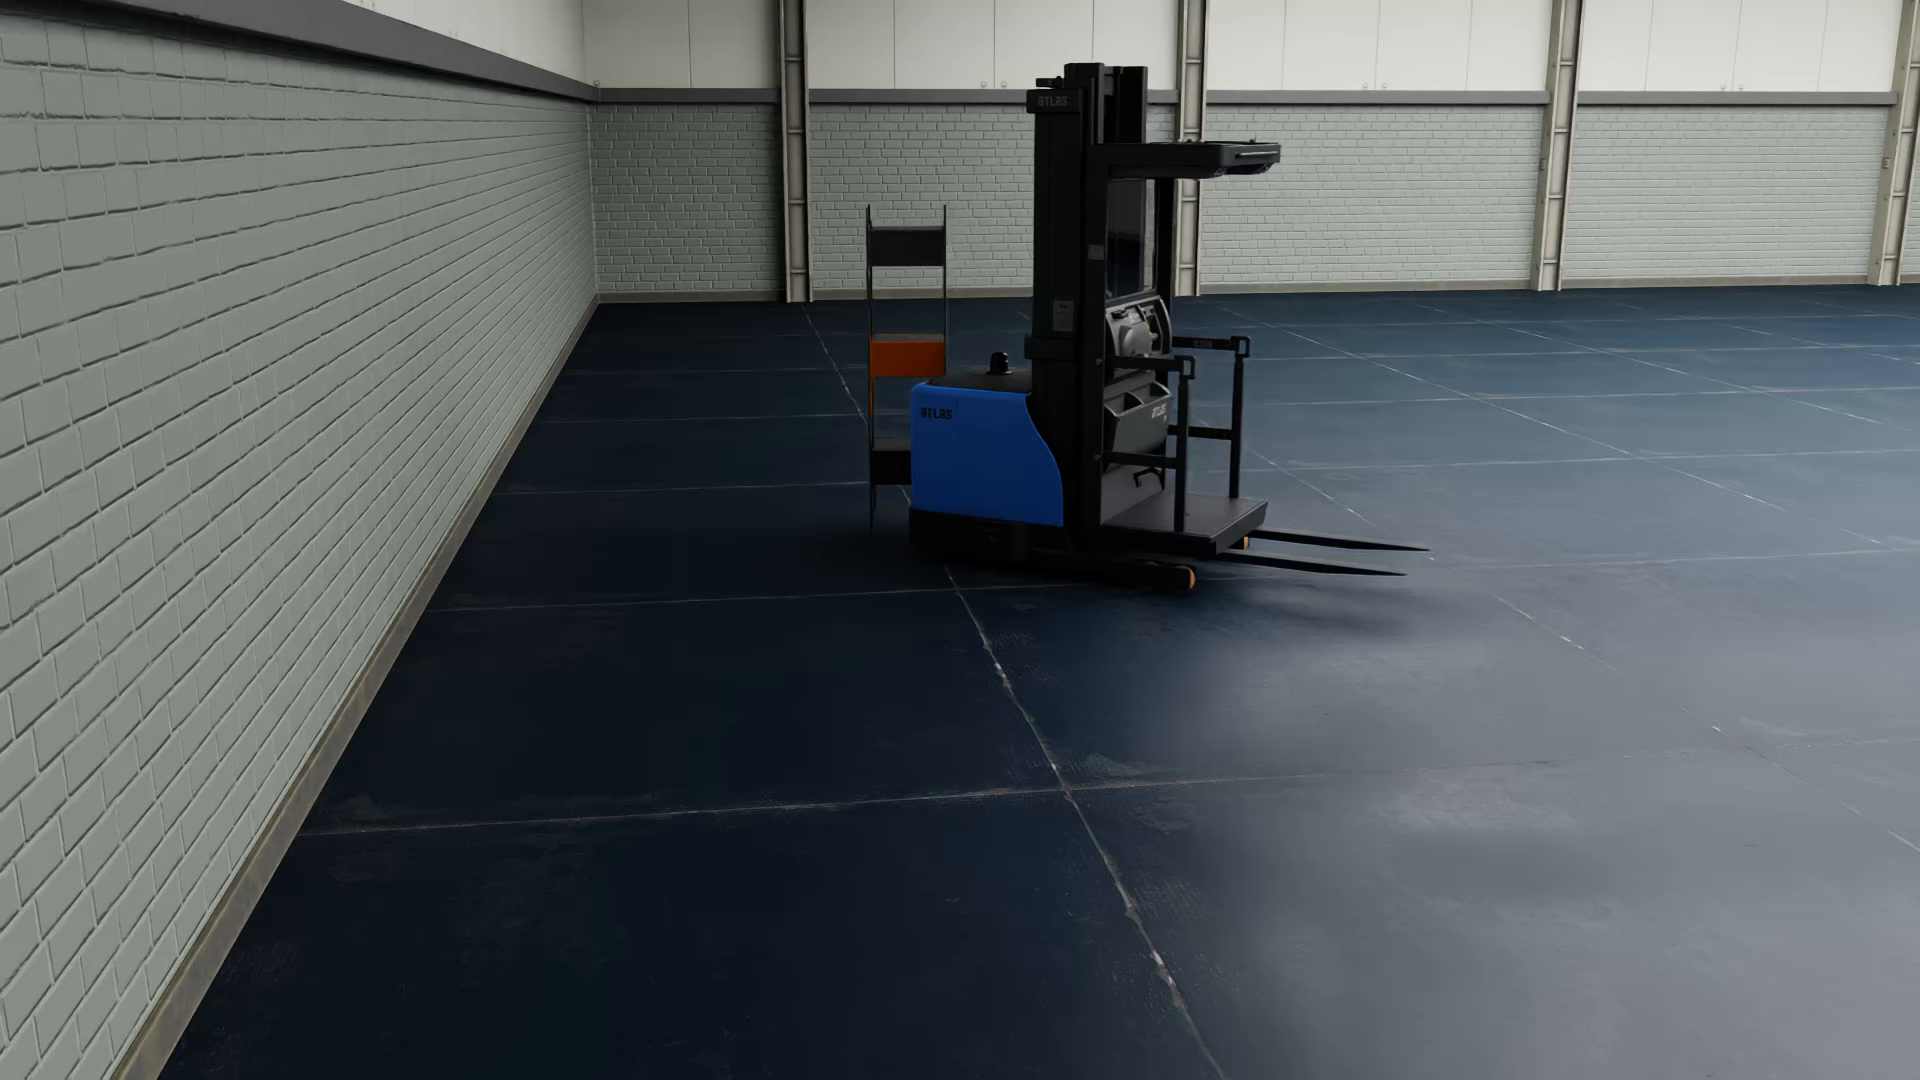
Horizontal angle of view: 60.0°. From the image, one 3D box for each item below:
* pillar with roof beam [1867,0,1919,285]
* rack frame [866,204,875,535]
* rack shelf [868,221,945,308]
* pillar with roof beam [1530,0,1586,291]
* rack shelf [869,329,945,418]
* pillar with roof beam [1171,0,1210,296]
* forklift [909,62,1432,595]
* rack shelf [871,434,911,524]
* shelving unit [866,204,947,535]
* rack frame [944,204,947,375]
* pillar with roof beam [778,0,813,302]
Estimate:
[{"bbox_3d":[16.013,-7.589,22.484,0.400,9.000,9.100,-2,14,-8],"label":"pillar with roof beam"},{"bbox_3d":[-0.581,-1.099,10.789,0.015,2.100,0.400,0,14,-1],"label":"rack frame"},{"bbox_3d":[-0.337,-1.766,10.625,0.480,0.518,0.431,0,14,-1],"label":"rack shelf"},{"bbox_3d":[10.080,-7.372,21.617,0.400,9.000,9.100,-2,14,-8],"label":"pillar with roof beam"},{"bbox_3d":[-0.337,-1.087,10.795,0.480,0.518,0.431,0,14,-1],"label":"rack shelf"},{"bbox_3d":[4.147,-7.154,20.750,0.400,9.000,9.100,-2,14,-8],"label":"pillar with roof beam"},{"bbox_3d":[1.234,-1.258,9.713,3.031,2.935,1.130,7,16,26],"label":"forklift"},{"bbox_3d":[-0.337,-0.408,10.965,0.480,0.518,0.431,0,14,-1],"label":"rack shelf"},{"bbox_3d":[-0.337,-1.100,10.792,0.503,2.100,0.431,0,14,-1],"label":"shelving unit"},{"bbox_3d":[-0.093,-1.101,10.794,0.015,2.100,0.400,0,14,-1],"label":"rack frame"},{"bbox_3d":[-1.786,-6.937,19.883,0.400,9.000,9.100,-2,14,-8],"label":"pillar with roof beam"}]
